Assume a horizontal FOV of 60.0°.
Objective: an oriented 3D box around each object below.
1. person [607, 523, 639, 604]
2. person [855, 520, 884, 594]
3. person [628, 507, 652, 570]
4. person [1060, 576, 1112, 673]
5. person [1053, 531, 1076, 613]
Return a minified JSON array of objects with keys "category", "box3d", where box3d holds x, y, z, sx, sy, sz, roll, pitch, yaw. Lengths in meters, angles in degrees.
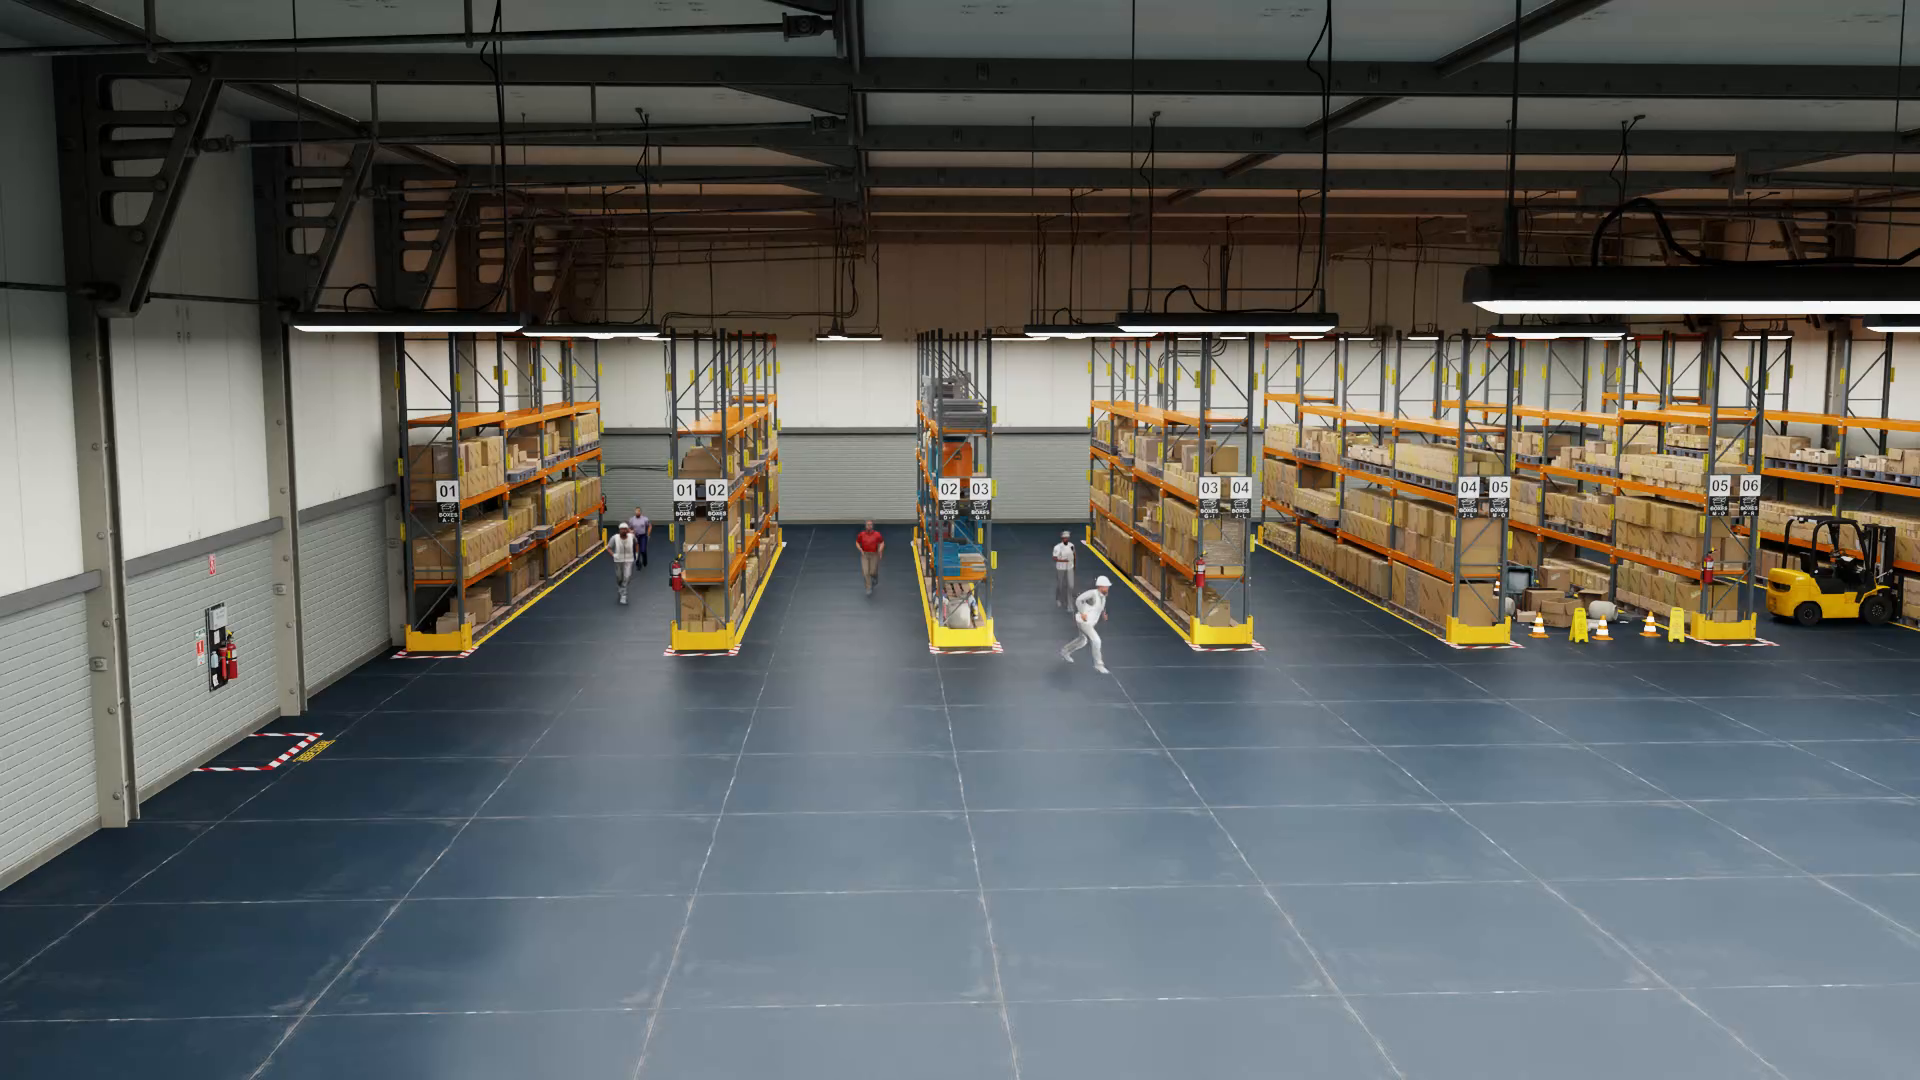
[{"category":"person","box3d":[-7.499,0.488,37.056,0.706,1.770,0.972,-2,7,-15]},{"category":"person","box3d":[-2.080,0.391,38.288,0.665,1.688,0.578,0,7,2]},{"category":"person","box3d":[-8.126,-0.020,42.084,0.576,1.596,0.539,-1,7,-6]},{"category":"person","box3d":[2.193,1.467,29.212,1.048,1.731,0.696,5,8,37]},{"category":"person","box3d":[2.247,0.671,35.820,0.587,1.762,0.798,-2,7,-14]}]
